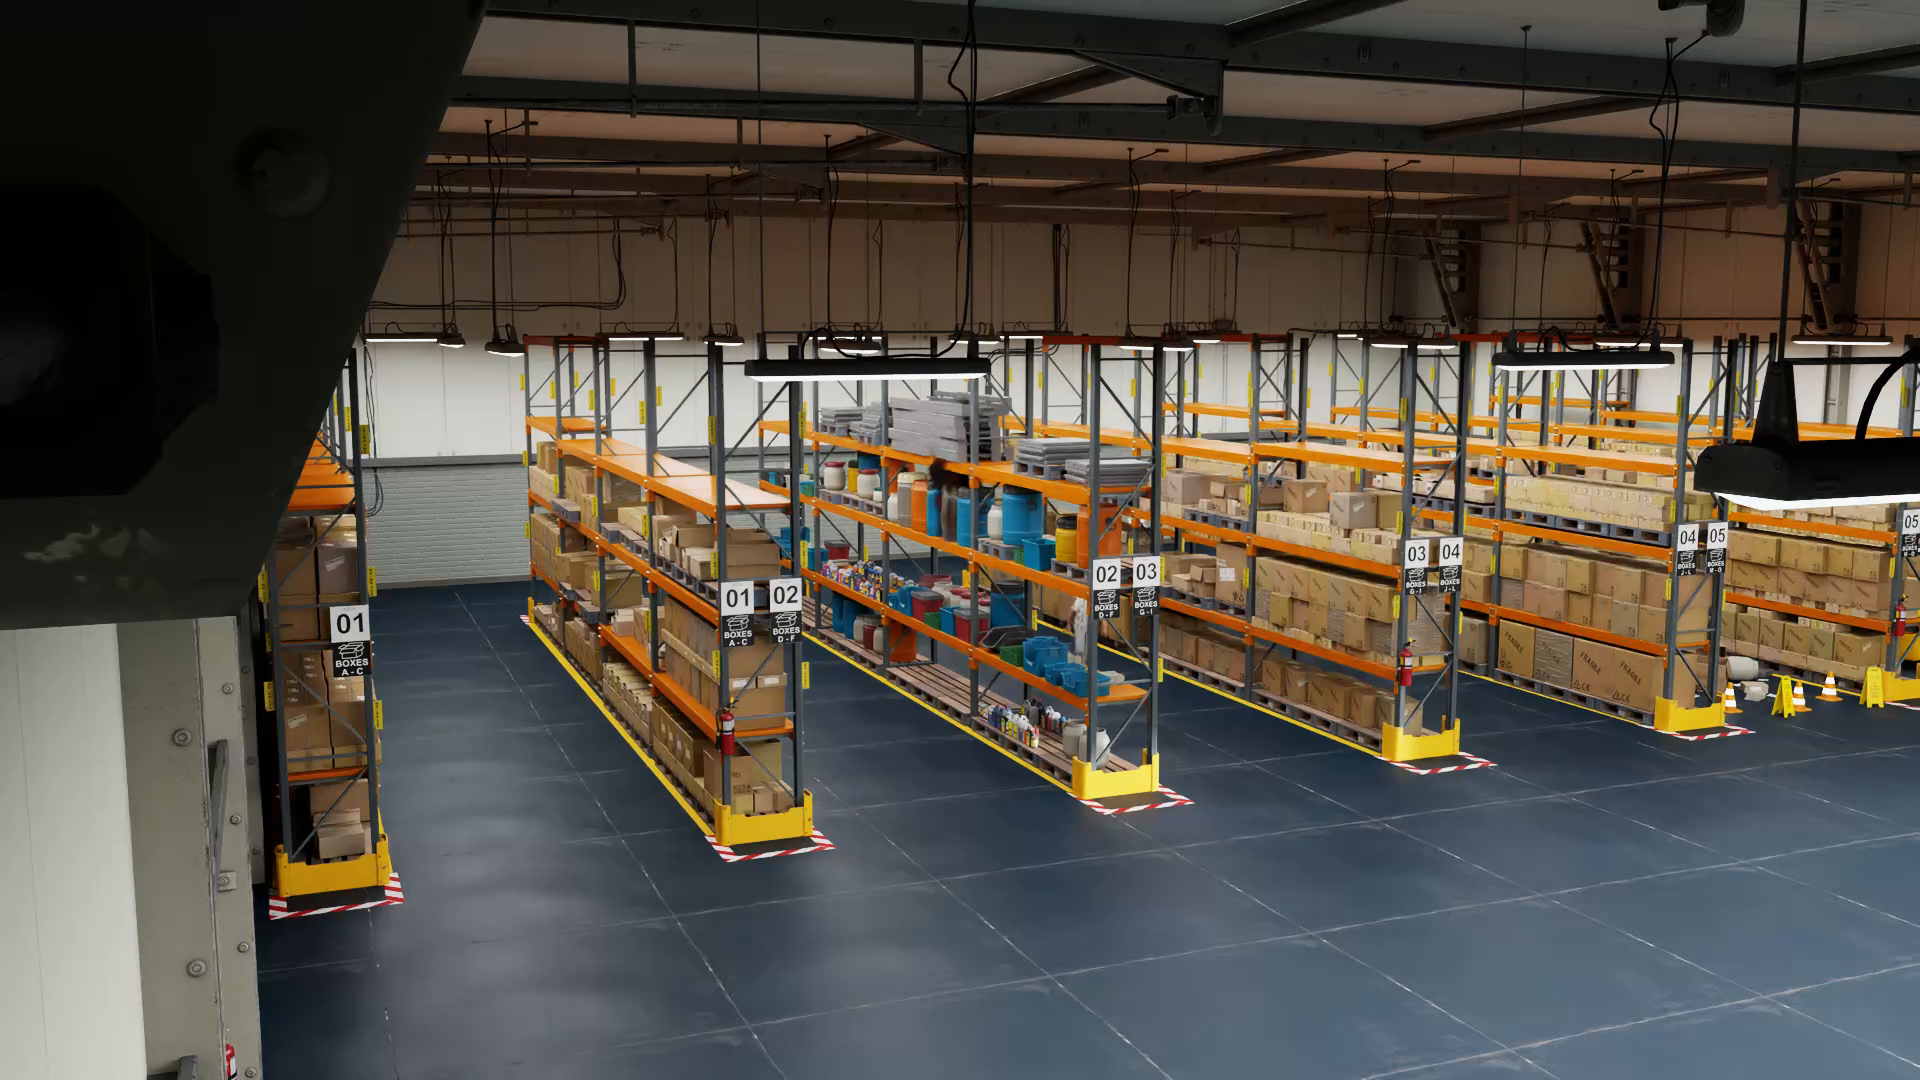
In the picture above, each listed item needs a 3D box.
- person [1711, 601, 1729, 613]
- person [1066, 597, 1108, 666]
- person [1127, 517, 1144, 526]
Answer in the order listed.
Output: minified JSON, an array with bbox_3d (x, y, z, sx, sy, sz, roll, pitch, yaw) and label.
[{"bbox_3d":[15.301,1.076,33.182,0.651,1.737,0.791,-4,9,-29],"label":"person"},{"bbox_3d":[2.247,1.595,29.285,0.659,1.689,0.742,-1,8,-11],"label":"person"},{"bbox_3d":[4.341,0.009,41.280,0.609,1.721,0.837,5,9,31],"label":"person"}]
